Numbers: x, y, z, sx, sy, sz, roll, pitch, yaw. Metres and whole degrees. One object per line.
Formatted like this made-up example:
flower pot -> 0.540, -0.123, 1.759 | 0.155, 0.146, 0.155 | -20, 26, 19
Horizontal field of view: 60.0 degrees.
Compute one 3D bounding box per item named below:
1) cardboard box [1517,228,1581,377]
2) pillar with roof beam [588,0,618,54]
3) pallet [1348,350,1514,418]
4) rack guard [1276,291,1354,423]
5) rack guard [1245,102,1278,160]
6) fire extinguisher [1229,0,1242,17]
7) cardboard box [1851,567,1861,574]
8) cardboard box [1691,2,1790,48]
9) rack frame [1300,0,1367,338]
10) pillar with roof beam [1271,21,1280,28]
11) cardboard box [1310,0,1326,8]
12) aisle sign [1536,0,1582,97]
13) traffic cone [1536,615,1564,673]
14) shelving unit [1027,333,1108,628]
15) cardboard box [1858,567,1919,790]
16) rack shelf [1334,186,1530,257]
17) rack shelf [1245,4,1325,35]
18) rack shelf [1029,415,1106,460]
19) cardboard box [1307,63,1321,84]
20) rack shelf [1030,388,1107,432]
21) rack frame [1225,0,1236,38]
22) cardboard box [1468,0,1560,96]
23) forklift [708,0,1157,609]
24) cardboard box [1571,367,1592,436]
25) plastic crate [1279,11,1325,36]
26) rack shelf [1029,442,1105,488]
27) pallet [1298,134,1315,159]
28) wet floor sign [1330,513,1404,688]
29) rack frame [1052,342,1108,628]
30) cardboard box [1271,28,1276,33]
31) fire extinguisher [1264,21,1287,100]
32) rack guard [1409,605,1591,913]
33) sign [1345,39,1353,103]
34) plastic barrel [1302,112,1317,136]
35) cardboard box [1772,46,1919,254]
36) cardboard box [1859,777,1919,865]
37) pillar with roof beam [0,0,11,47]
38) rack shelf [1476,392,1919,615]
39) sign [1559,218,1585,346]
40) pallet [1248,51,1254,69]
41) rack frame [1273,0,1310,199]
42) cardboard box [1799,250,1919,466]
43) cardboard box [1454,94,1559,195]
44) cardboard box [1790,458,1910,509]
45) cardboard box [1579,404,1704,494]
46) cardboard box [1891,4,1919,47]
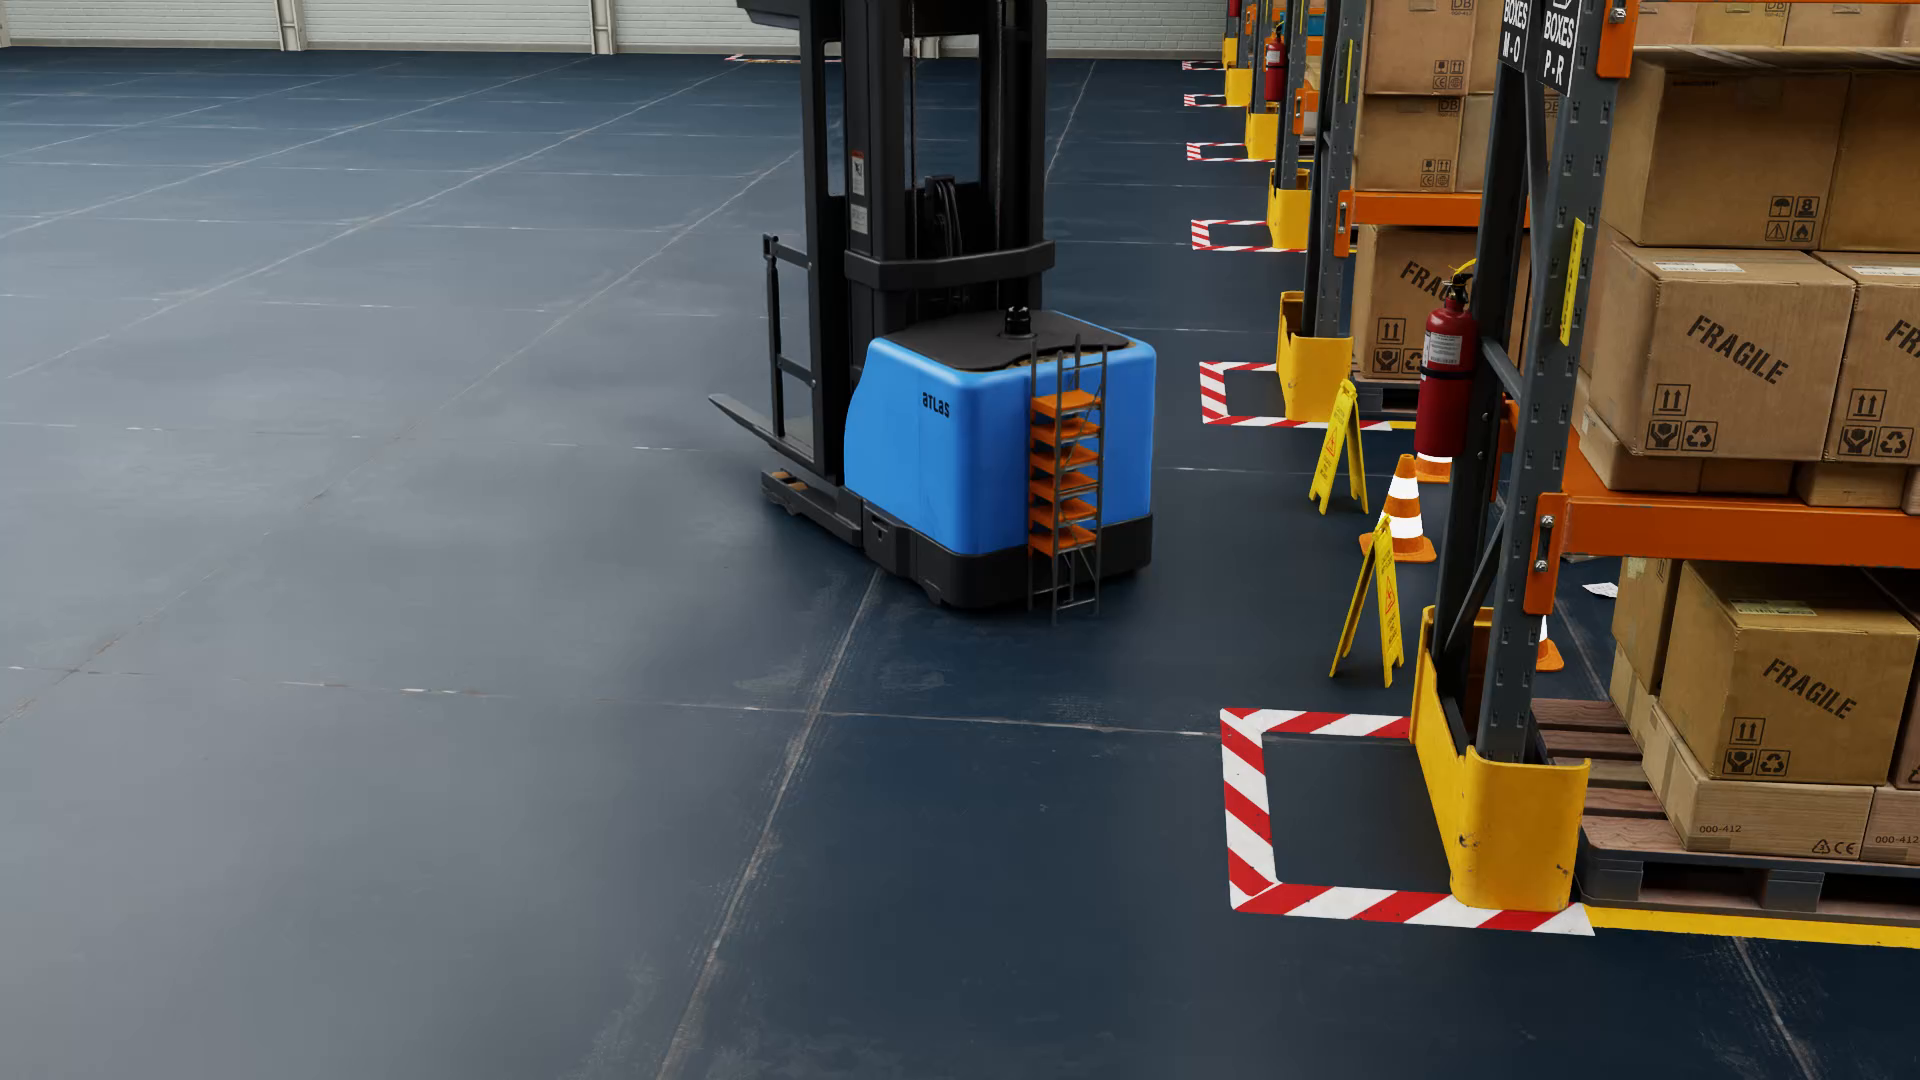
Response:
cardboard box -> 3.724, -1.456, 9.862 | 0.875, 0.875, 0.875 | 2, 22, 5
pillar with roof beam -> -7.025, -11.546, 24.906 | 0.400, 9.000, 9.100 | 2, 22, 6
pallet -> 2.972, -0.989, 10.154 | 1.213, 0.211, 1.003 | 2, 22, 6
rack guard -> 2.145, -1.130, 10.119 | 0.348, 0.500, 1.175 | 2, 22, 6
rack guard -> 3.516, -4.758, 19.295 | 0.348, 0.500, 1.175 | 2, 22, 6
fire extinguisher -> 3.959, -7.854, 23.830 | 0.183, 0.674, 0.296 | 2, 22, 6
cardboard box -> 3.031, 0.216, 5.464 | 0.500, 0.500, 0.500 | 3, 22, 8
cardboard box -> 4.171, -2.794, 9.254 | 0.500, 0.550, 0.875 | 2, 22, 6
rack frame -> 2.168, -2.292, 9.656 | 0.127, 3.000, 1.000 | 2, 22, 6
pillar with roof beam -> 4.892, -11.027, 23.593 | 0.400, 9.000, 9.100 | 2, 22, 6
cardboard box -> 5.006, -7.715, 23.240 | 0.500, 0.500, 0.700 | 3, 22, 8
aisle sign -> 1.588, -1.578, 4.316 | 0.004, 0.787, 0.394 | 2, 22, 6
traffic cone -> 2.265, 0.247, 6.685 | 0.334, 0.463, 0.336 | 2, 22, 6
shelving unit -> 0.441, -0.241, 6.917 | 0.258, 1.200, 0.189 | -13, 25, -29
cardboard box -> 2.998, 0.412, 4.965 | 0.500, 0.500, 0.500 | 2, 22, 4
rack shelf -> 4.155, -1.871, 9.570 | 4.000, 0.370, 1.077 | 2, 22, 6
rack shelf -> 6.008, -7.294, 23.287 | 4.000, 0.370, 1.077 | 2, 22, 6
rack shelf -> 0.441, -0.423, 6.845 | 0.258, 0.103, 0.180 | -13, 25, -29
cardboard box -> 3.160, -4.044, 14.431 | 0.250, 0.149, 0.380 | 2, 22, 6
rack shelf -> 0.441, -0.534, 6.801 | 0.258, 0.103, 0.180 | -13, 25, -29
rack frame -> 4.601, -9.524, 27.949 | 0.127, 3.000, 1.000 | 2, 22, 6
cardboard box -> 3.089, -2.843, 9.379 | 0.550, 0.550, 0.875 | 2, 22, 6
forklift -> -0.342, -1.565, 7.912 | 1.130, 2.935, 3.031 | -13, 25, -29
cardboard box -> 2.083, -0.425, 5.277 | 0.250, 0.149, 0.380 | 3, 22, 8
plastic crate -> 3.968, -5.925, 19.049 | 0.616, 0.251, 0.499 | 2, 22, 6
rack shelf -> 0.441, -0.311, 6.890 | 0.258, 0.103, 0.180 | -13, 25, -29
pallet -> 4.323, -4.586, 19.254 | 1.213, 0.211, 1.003 | 2, 22, 6
wet floor sign -> 1.624, 0.216, 6.516 | 0.232, 0.644, 0.267 | 11, 24, 25
rack frame -> 0.490, -0.212, 6.845 | 0.240, 1.200, 0.006 | -13, 25, -29
cardboard box -> 4.590, -7.066, 23.880 | 0.500, 0.500, 0.500 | 2, 22, 6
fire extinguisher -> 2.793, -4.235, 14.678 | 0.183, 0.674, 0.296 | 2, 22, 6
rack guard -> 1.762, 0.686, 5.525 | 0.348, 0.500, 1.175 | 2, 22, 6
sign -> 2.097, -2.529, 8.971 | 0.005, 0.325, 0.100 | 2, 22, 6
plastic barrel -> 4.098, -4.944, 19.179 | 0.421, 0.512, 0.421 | 0, 22, 0
cardboard box -> 2.721, -1.163, 4.900 | 0.500, 0.500, 0.700 | 3, 22, 7
cardboard box -> 2.961, 0.764, 5.096 | 0.500, 0.250, 0.500 | 3, 22, 8
pillar with roof beam -> -18.942, -12.066, 26.219 | 0.400, 9.000, 9.100 | 2, 22, 6
rack shelf -> 3.672, -0.059, 4.987 | 4.000, 0.370, 1.077 | 2, 22, 6
sign -> 1.623, -0.684, 4.414 | 0.005, 0.325, 0.100 | 2, 22, 6
pallet -> 5.479, -8.175, 28.332 | 1.213, 0.211, 1.003 | 2, 22, 6
rack frame -> 2.853, -4.098, 14.226 | 0.127, 3.000, 1.000 | 2, 22, 6
cardboard box -> 2.639, -0.522, 4.639 | 0.500, 0.500, 0.500 | 3, 22, 8
cardboard box -> 3.091, -2.346, 9.590 | 0.550, 0.550, 0.875 | 2, 22, 6
cardboard box -> 2.506, -0.226, 4.773 | 0.250, 0.149, 0.380 | 2, 22, 5
cardboard box -> 1.999, -0.273, 4.892 | 0.250, 0.149, 0.380 | 3, 22, 7
cardboard box -> 5.218, -2.700, 9.017 | 0.550, 0.550, 0.875 | 2, 22, 6
